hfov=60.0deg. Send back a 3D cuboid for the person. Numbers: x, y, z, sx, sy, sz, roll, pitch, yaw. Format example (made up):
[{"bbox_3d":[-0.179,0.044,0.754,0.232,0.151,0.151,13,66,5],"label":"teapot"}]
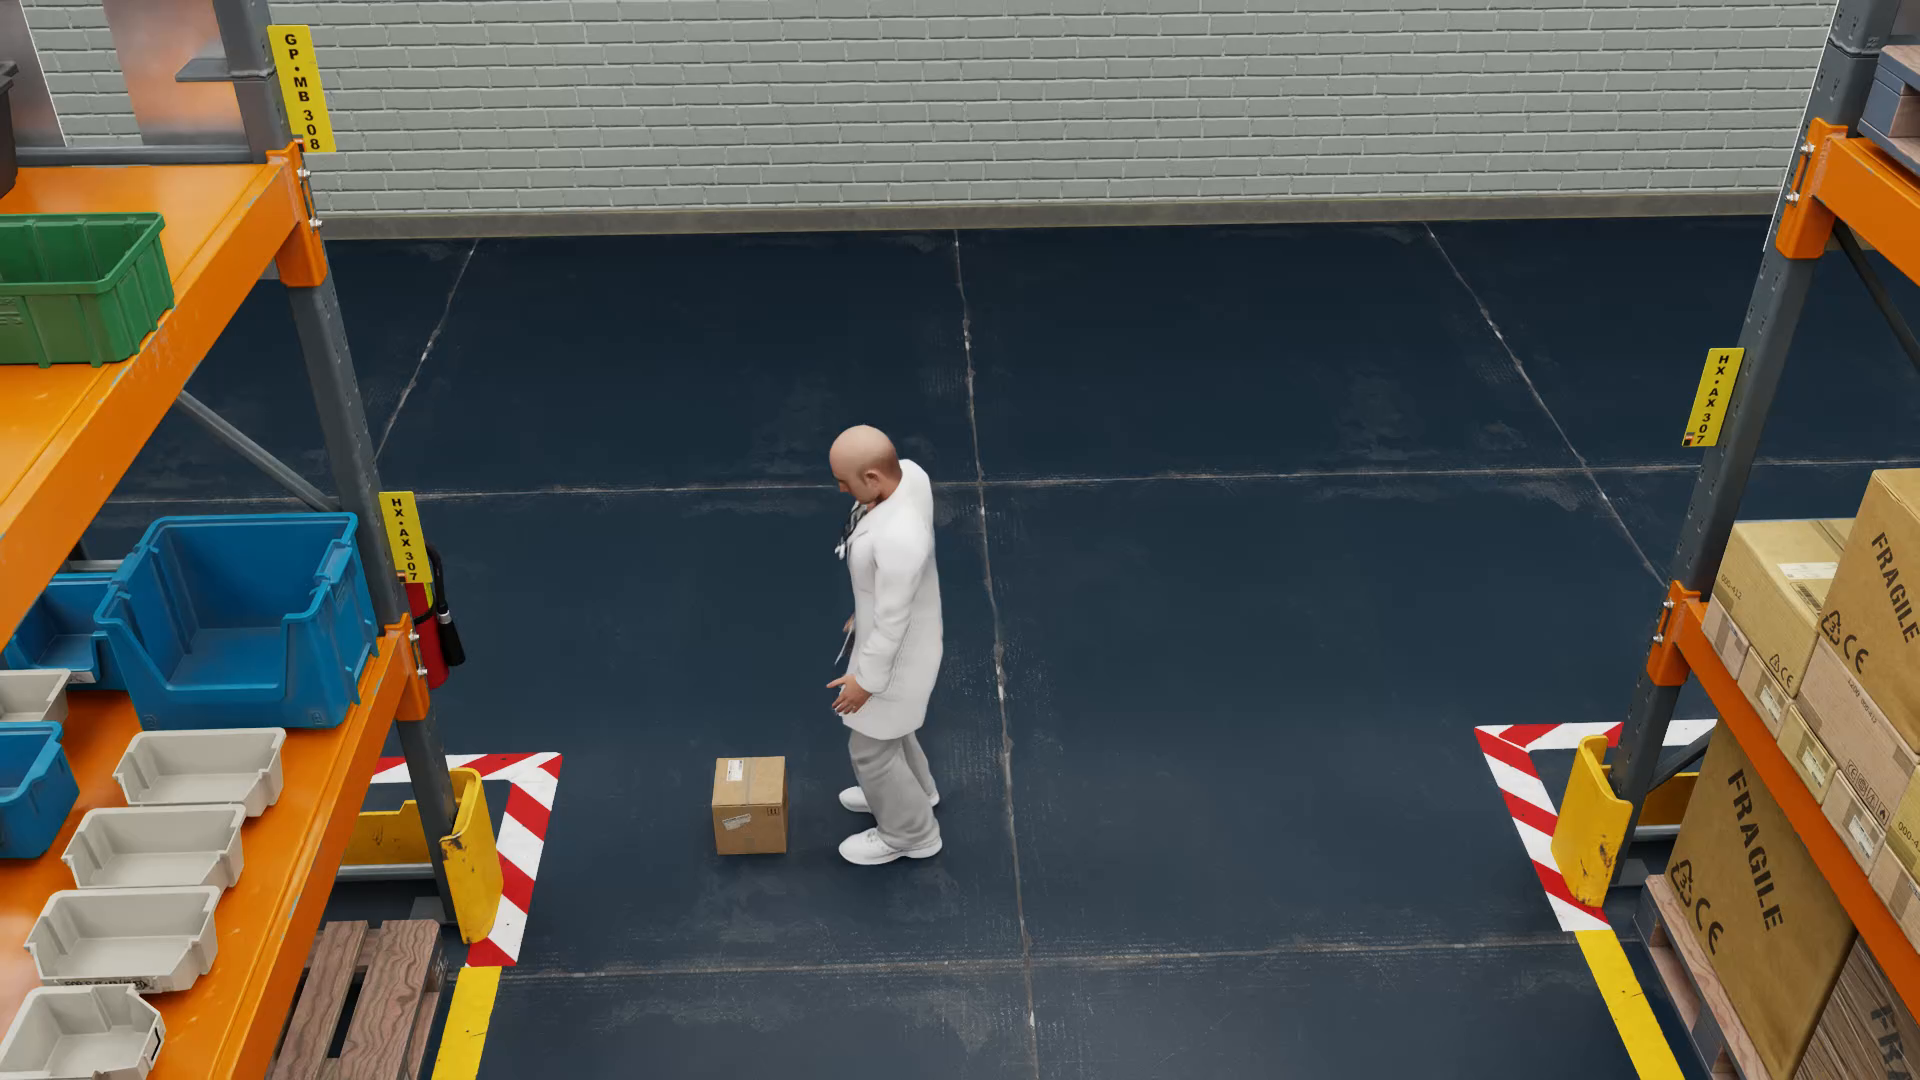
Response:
[{"bbox_3d":[-0.254,0.372,5.661,0.395,1.747,0.579,-1,35,-1],"label":"person"}]
